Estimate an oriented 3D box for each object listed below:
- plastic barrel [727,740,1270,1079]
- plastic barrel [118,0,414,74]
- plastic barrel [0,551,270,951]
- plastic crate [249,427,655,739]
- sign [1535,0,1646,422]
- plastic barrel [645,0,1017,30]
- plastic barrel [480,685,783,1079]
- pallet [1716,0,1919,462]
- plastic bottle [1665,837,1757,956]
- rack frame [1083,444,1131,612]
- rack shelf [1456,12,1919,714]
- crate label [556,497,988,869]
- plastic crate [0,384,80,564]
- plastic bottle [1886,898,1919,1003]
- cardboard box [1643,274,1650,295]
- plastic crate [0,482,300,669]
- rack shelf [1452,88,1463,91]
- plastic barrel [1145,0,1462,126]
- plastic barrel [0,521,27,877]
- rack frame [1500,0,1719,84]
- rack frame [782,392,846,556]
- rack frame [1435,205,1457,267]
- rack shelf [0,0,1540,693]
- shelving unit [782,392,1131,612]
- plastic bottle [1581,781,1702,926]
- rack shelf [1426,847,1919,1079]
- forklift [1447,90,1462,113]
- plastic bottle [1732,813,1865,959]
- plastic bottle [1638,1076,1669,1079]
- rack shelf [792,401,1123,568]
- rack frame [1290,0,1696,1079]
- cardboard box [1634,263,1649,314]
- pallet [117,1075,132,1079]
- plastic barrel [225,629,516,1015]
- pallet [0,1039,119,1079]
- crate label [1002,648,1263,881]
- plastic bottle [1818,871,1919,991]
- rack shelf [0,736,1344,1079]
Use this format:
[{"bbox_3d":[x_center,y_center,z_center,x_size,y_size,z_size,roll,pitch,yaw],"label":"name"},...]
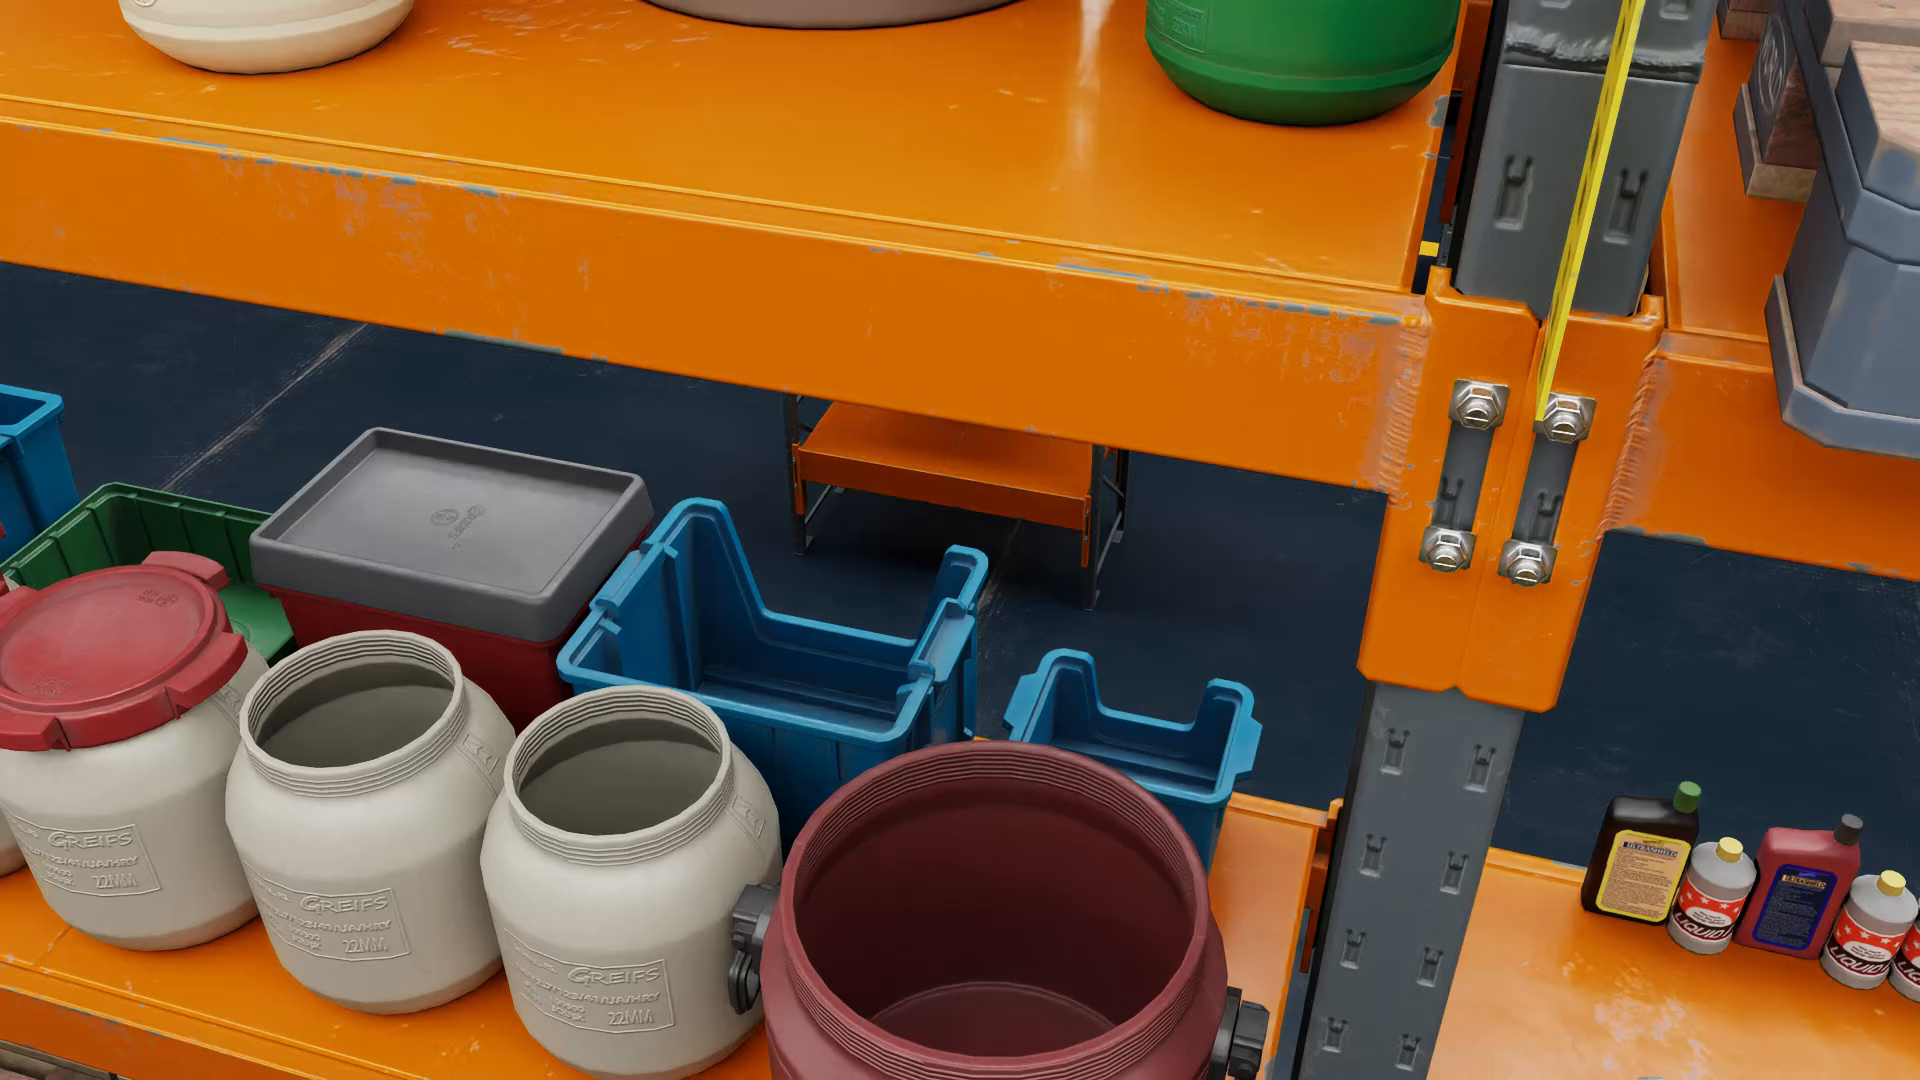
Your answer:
[{"bbox_3d":[0.043,0.648,2.225,0.708,0.536,0.600,10,38,14],"label":"plastic barrel"},{"bbox_3d":[-0.707,-0.632,1.664,0.301,0.262,0.301,0,36,0],"label":"plastic barrel"},{"bbox_3d":[-1.281,0.351,2.629,0.433,0.535,0.433,0,36,0],"label":"plastic barrel"},{"bbox_3d":[-0.875,0.128,2.991,0.583,0.464,0.402,10,38,14],"label":"plastic crate"},{"bbox_3d":[0.419,-0.240,1.104,0.005,0.325,0.100,10,38,14],"label":"sign"},{"bbox_3d":[-0.143,-1.065,1.713,0.600,0.901,0.600,0,36,0],"label":"plastic barrel"},{"bbox_3d":[-0.469,0.507,2.436,0.421,0.512,0.421,0,36,0],"label":"plastic barrel"},{"bbox_3d":[1.277,-0.328,1.295,1.213,0.211,1.003,10,38,14],"label":"pallet"},{"bbox_3d":[1.194,0.554,2.635,0.097,0.201,0.097,0,36,0],"label":"plastic bottle"},{"bbox_3d":[0.492,-0.362,5.293,0.032,1.125,0.500,10,38,14],"label":"rack frame"},{"bbox_3d":[2.485,0.048,1.230,4.000,0.370,1.077,10,38,14],"label":"rack shelf"},{"bbox_3d":[-0.291,0.270,2.823,0.616,0.435,0.502,10,38,14],"label":"crate label"},{"bbox_3d":[-2.096,-0.069,3.326,0.575,0.384,0.392,10,38,14],"label":"plastic crate"},{"bbox_3d":[1.507,0.612,2.556,0.097,0.201,0.097,0,36,0],"label":"plastic bottle"},{"bbox_3d":[2.907,-1.028,6.354,0.500,0.500,0.500,9,37,12],"label":"cardboard box"},{"bbox_3d":[-1.495,0.139,3.209,0.662,0.188,0.450,10,38,14],"label":"plastic crate"},{"bbox_3d":[0.148,-2.253,6.887,4.000,0.370,1.077,10,38,14],"label":"rack shelf"},{"bbox_3d":[0.325,-0.547,1.564,0.294,0.245,0.294,0,36,0],"label":"plastic barrel"},{"bbox_3d":[-1.694,0.274,2.732,0.433,0.535,0.433,0,36,0],"label":"plastic barrel"},{"bbox_3d":[0.576,-1.803,0.608,0.127,3.000,1.000,10,38,14],"label":"rack frame"},{"bbox_3d":[-0.479,-0.542,5.537,0.032,1.125,0.500,10,38,14],"label":"rack frame"},{"bbox_3d":[2.057,-2.189,6.194,0.127,3.000,1.000,10,38,14],"label":"rack frame"},{"bbox_3d":[-1.333,-0.659,2.191,4.000,0.370,1.077,10,38,14],"label":"rack shelf"},{"bbox_3d":[0.006,-0.452,5.415,1.048,1.125,0.538,10,38,14],"label":"shelving unit"},{"bbox_3d":[1.090,0.490,2.652,0.133,0.283,0.061,10,38,14],"label":"plastic bottle"},{"bbox_3d":[2.485,1.256,2.120,4.000,0.370,1.077,10,38,14],"label":"rack shelf"},{"bbox_3d":[3.235,-3.574,8.133,3.031,2.935,1.130,9,37,12],"label":"forklift"},{"bbox_3d":[1.310,0.531,2.597,0.133,0.283,0.061,10,38,14],"label":"plastic bottle"},{"bbox_3d":[0.938,0.836,2.188,0.135,0.276,0.152,10,38,14],"label":"plastic bottle"},{"bbox_3d":[0.006,-0.255,5.560,1.000,0.278,0.538,10,38,14],"label":"rack shelf"},{"bbox_3d":[0.576,0.613,2.387,0.127,3.000,1.000,10,38,14],"label":"rack frame"},{"bbox_3d":[2.406,-1.117,6.475,0.500,0.500,0.500,12,38,16],"label":"cardboard box"},{"bbox_3d":[-1.312,1.360,3.724,1.213,0.211,1.003,10,38,14],"label":"pallet"},{"bbox_3d":[-0.871,0.433,2.538,0.421,0.512,0.421,0,36,0],"label":"plastic barrel"},{"bbox_3d":[-2.481,1.146,4.015,1.213,0.211,1.003,10,38,14],"label":"pallet"},{"bbox_3d":[0.286,0.394,2.826,0.416,0.233,0.303,10,38,14],"label":"crate label"},{"bbox_3d":[1.415,0.595,2.579,0.097,0.201,0.097,0,36,0],"label":"plastic bottle"},{"bbox_3d":[-1.333,0.549,3.080,4.000,0.370,1.077,10,38,14],"label":"rack shelf"}]
